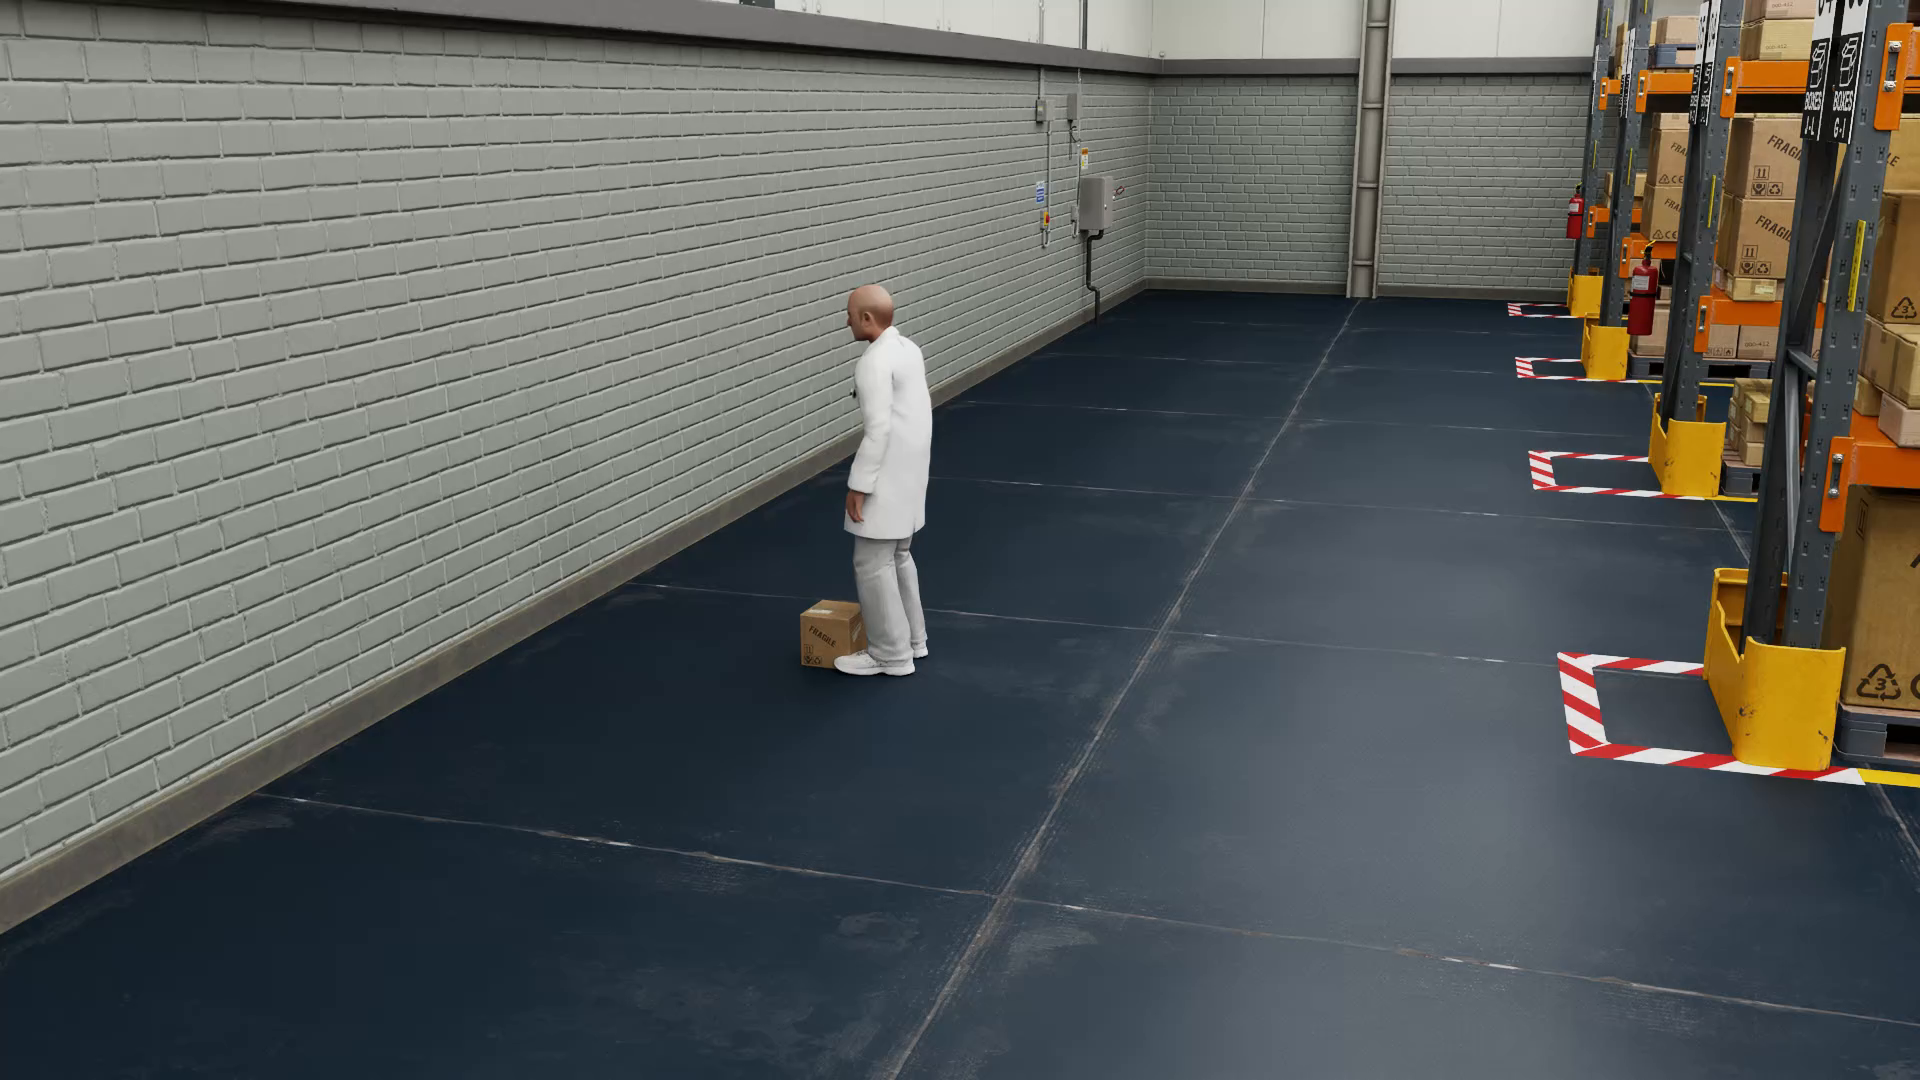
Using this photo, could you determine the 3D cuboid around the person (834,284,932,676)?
[{"bbox_3d":[-0.345,-0.274,7.580,0.424,1.774,0.644,4,15,16],"label":"person"}]
